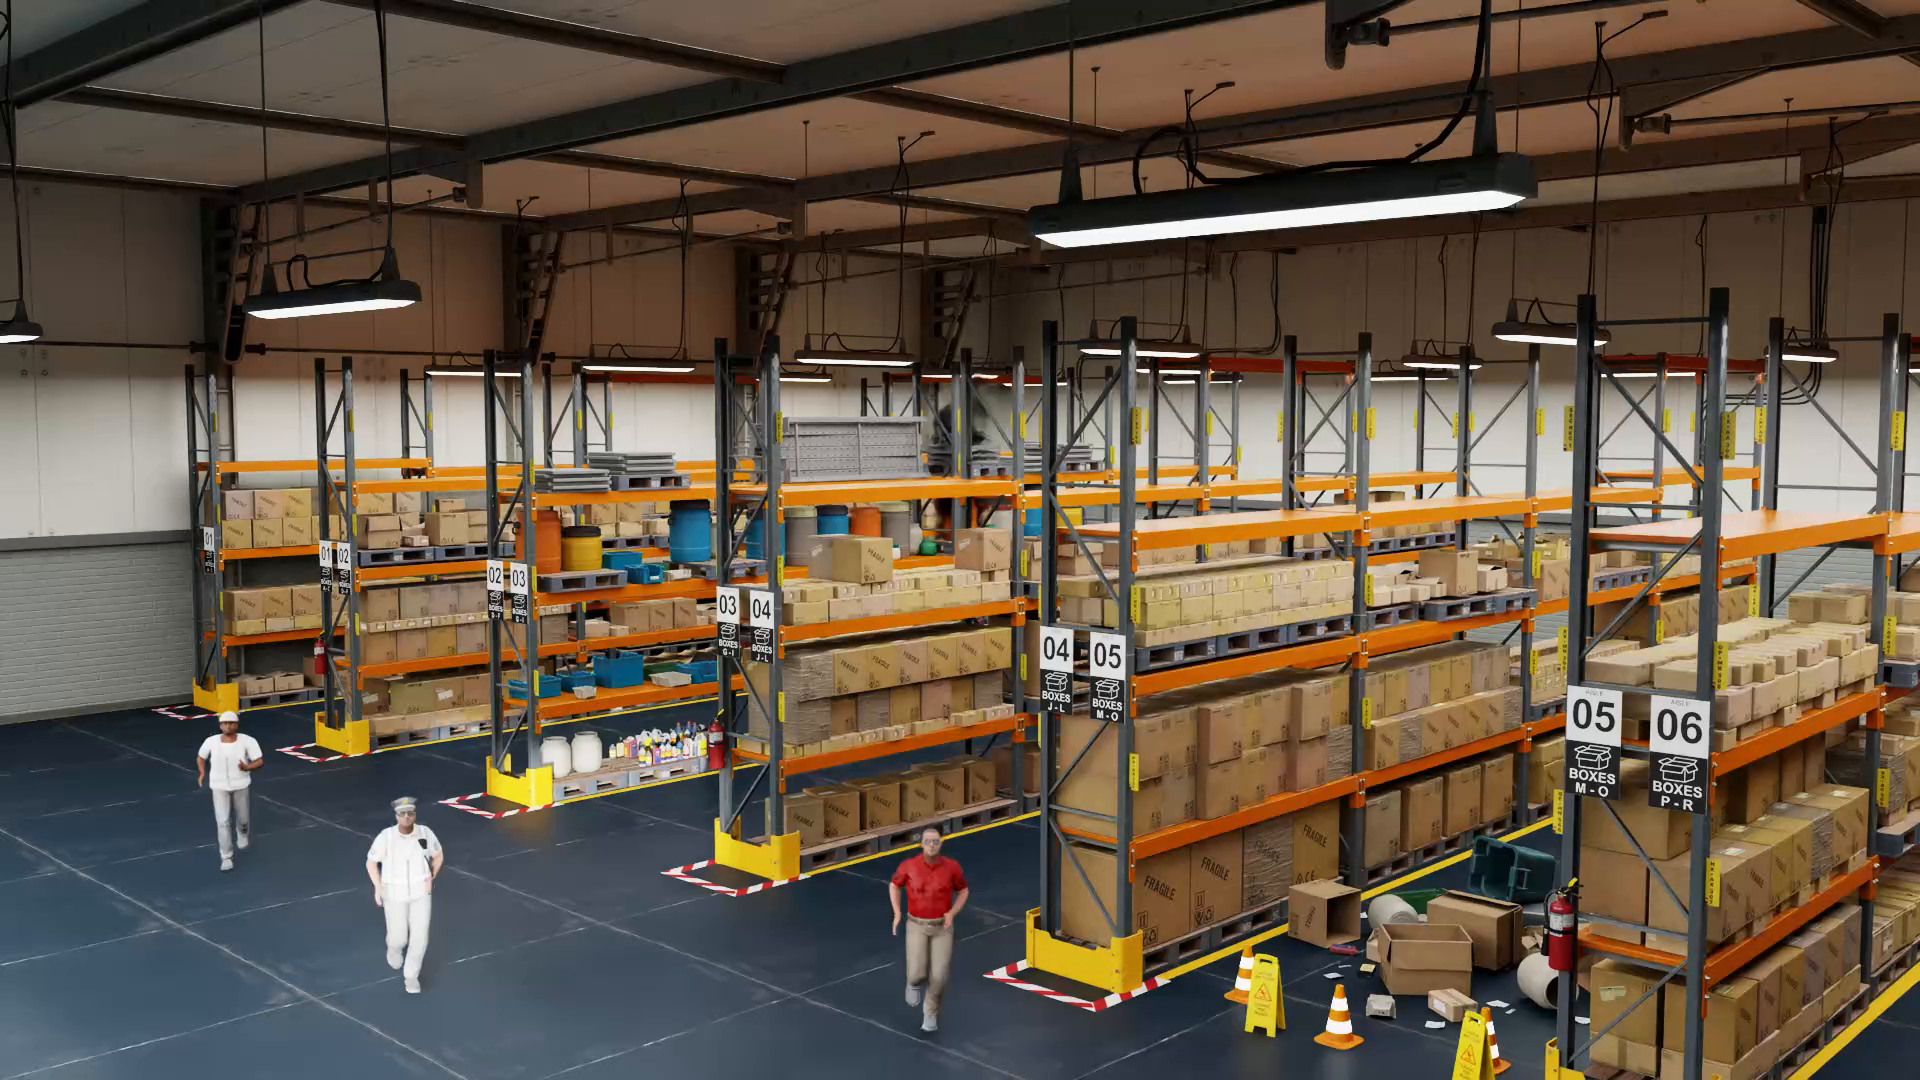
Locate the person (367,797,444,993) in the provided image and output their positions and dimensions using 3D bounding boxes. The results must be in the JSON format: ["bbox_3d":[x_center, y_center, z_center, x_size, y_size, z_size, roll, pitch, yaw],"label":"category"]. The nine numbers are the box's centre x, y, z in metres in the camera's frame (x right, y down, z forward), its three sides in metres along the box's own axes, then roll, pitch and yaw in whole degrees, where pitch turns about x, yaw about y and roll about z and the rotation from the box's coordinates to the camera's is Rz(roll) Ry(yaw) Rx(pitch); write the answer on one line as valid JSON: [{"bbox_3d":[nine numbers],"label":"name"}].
[{"bbox_3d":[-4.975,3.160,14.966,0.664,1.737,0.602,-2,5,-25],"label":"person"}]

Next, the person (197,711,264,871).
[{"bbox_3d":[-8.336,2.820,19.002,0.710,1.747,0.963,-2,5,-21],"label":"person"}]

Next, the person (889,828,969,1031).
[{"bbox_3d":[-0.254,3.264,13.999,0.675,1.682,0.603,0,4,-3],"label":"person"}]
